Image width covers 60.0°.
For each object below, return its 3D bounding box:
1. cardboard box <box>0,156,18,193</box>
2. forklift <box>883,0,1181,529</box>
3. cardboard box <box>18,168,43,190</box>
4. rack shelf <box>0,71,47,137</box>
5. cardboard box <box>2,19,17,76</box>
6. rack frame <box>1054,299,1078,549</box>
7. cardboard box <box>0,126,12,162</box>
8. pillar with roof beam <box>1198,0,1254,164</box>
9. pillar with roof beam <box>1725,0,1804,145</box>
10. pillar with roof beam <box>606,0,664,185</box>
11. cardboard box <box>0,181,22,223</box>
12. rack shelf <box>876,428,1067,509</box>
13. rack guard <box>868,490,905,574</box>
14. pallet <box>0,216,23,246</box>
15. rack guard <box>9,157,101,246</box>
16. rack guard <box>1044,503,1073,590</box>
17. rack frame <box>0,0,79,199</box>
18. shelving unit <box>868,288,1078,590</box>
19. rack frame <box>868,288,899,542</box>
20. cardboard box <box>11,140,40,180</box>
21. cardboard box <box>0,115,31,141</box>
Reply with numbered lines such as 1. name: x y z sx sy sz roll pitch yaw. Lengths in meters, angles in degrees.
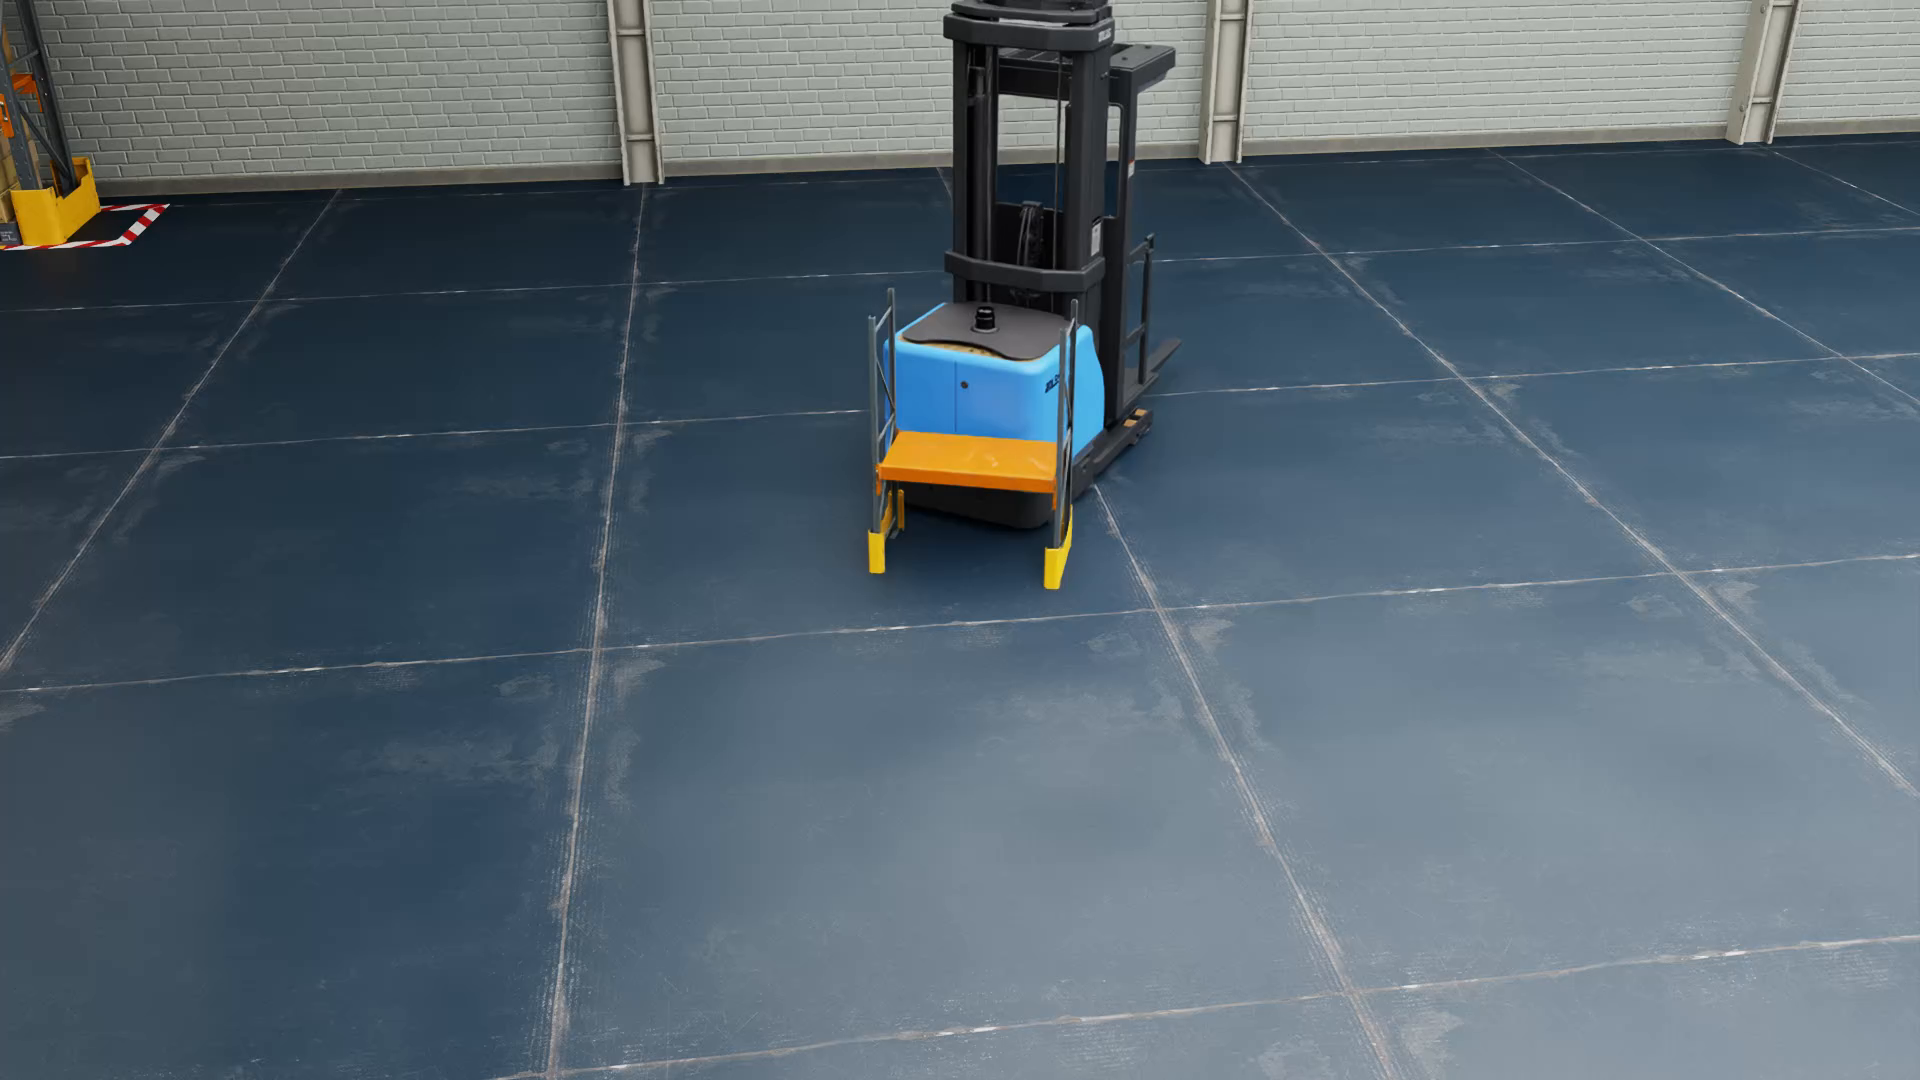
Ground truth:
1. cardboard box: -8.763 -3.245 14.793 0.500 0.250 0.500 -4 27 -8
2. forklift: 0.642 -2.014 10.464 1.130 2.935 3.031 13 30 23
3. cardboard box: -8.838 -3.252 15.354 0.500 0.250 0.500 -4 27 -7
4. rack shelf: -10.305 -3.784 14.628 4.000 0.370 1.077 -4 27 -7
5. cardboard box: -8.854 -4.370 14.872 0.500 0.500 0.500 -3 27 -5
6. rack frame: 0.577 -0.522 9.125 0.032 1.500 0.500 5 28 10
7. cardboard box: -8.737 -3.470 14.683 0.500 0.250 0.500 -3 27 -5
8. pillar with roof beam: 3.343 -6.081 11.744 0.400 9.000 9.100 -4 27 -7
9. pillar with roof beam: 9.284 -6.463 12.488 0.400 9.000 9.100 -4 27 -7
10. pillar with roof beam: -2.599 -5.699 11.000 0.400 9.000 9.100 -4 27 -7
11. cardboard box: -8.746 -3.022 14.906 0.500 0.250 0.500 -3 27 -7
12. rack shelf: 0.077 -0.405 9.291 1.000 0.185 0.538 5 28 10
13. rack guard: -0.421 -0.052 9.578 0.087 0.250 0.587 5 28 10
14. pallet: -9.076 -2.923 15.216 1.213 0.211 1.003 -4 27 -7
15. rack guard: -8.301 -3.121 15.285 0.348 0.500 1.175 -4 27 -7
16. rack guard: 0.558 0.032 9.413 0.087 0.250 0.587 5 28 10
17. rack frame: -8.325 -4.232 14.711 0.127 3.000 1.000 -4 27 -7
18. shelving unit: 0.068 -0.566 9.210 1.083 1.500 0.587 5 28 10
19. rack frame: -0.422 -0.609 9.293 0.032 1.500 0.500 5 28 10
20. cardboard box: -8.819 -3.481 15.254 0.500 0.250 0.500 -3 27 -6
21. cardboard box: -8.827 -3.695 15.122 0.500 0.250 0.500 -4 27 -8
